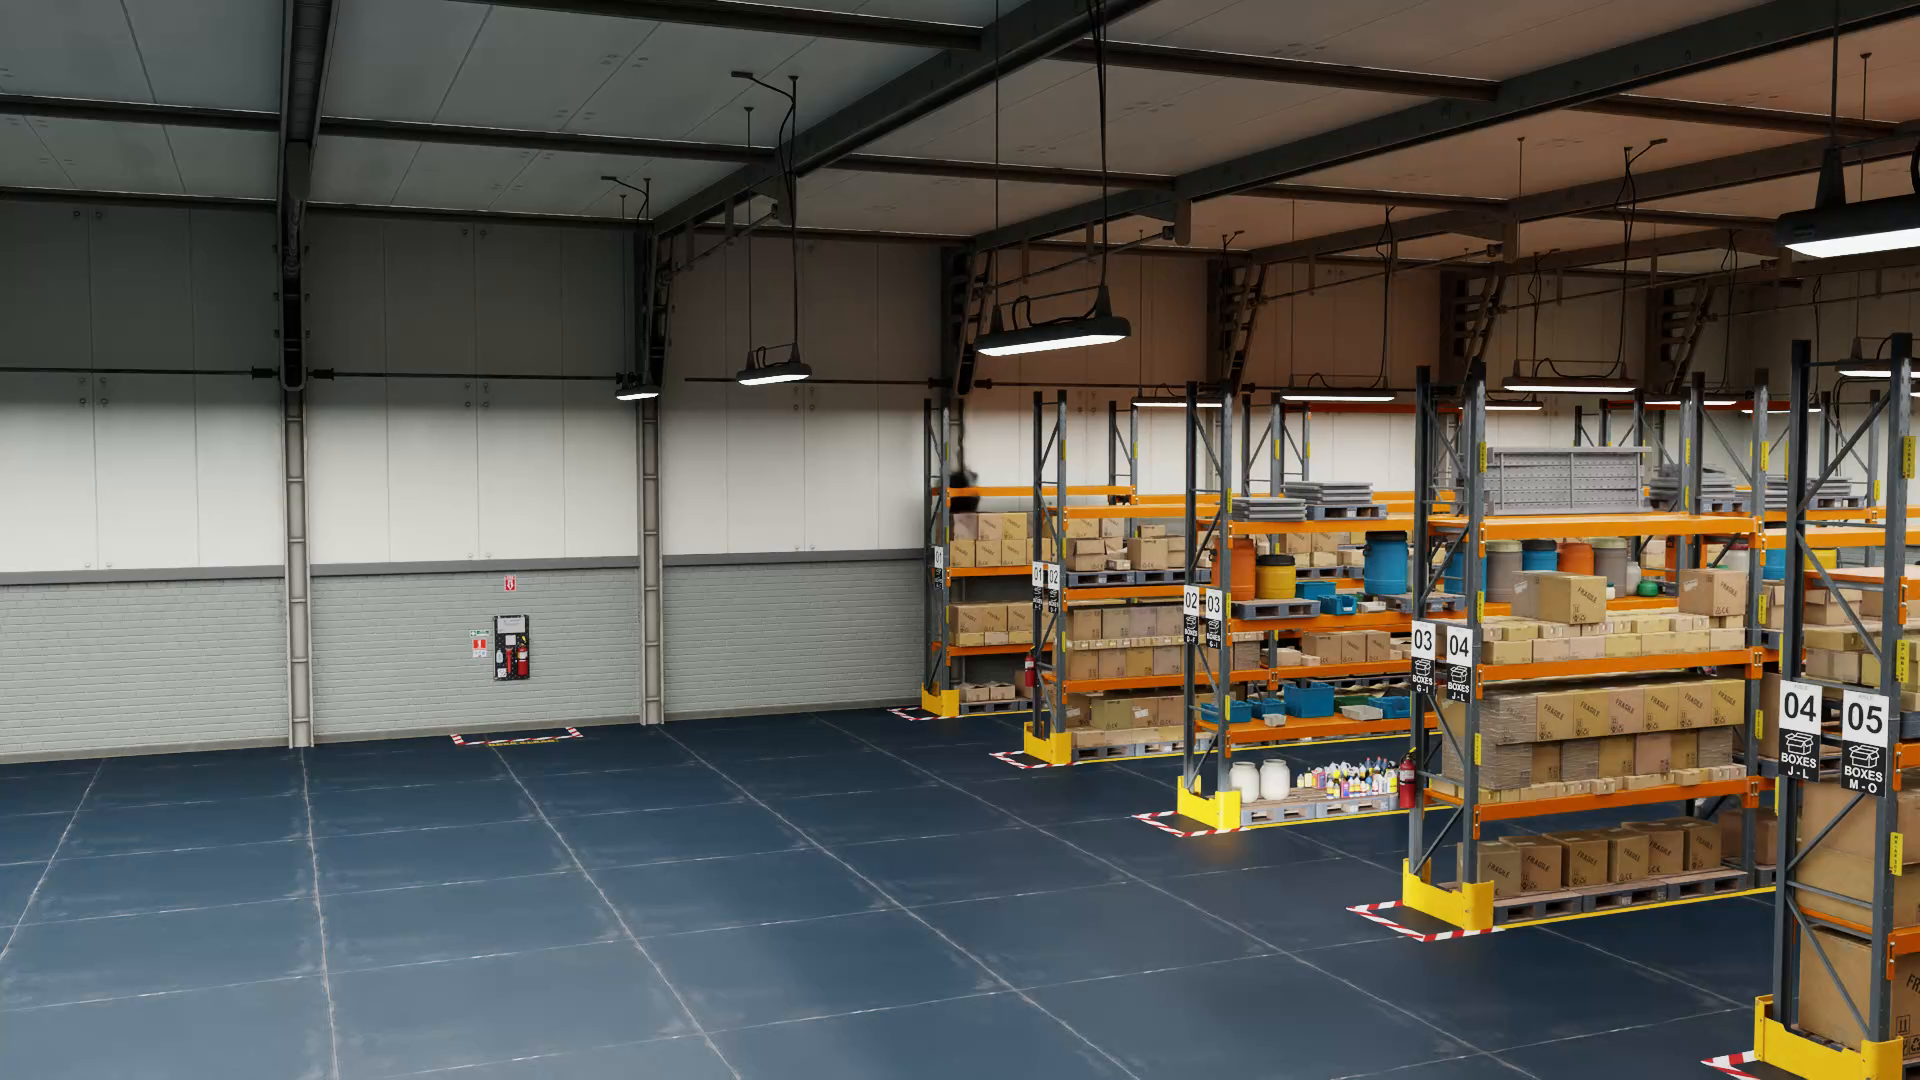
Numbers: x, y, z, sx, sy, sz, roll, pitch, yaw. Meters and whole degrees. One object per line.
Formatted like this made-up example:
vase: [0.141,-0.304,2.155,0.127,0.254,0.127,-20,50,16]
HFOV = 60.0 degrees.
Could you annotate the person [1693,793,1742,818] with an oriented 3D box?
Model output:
person: [10.474,3.025,23.027,1.054,1.564,0.635,-2,4,-25]
